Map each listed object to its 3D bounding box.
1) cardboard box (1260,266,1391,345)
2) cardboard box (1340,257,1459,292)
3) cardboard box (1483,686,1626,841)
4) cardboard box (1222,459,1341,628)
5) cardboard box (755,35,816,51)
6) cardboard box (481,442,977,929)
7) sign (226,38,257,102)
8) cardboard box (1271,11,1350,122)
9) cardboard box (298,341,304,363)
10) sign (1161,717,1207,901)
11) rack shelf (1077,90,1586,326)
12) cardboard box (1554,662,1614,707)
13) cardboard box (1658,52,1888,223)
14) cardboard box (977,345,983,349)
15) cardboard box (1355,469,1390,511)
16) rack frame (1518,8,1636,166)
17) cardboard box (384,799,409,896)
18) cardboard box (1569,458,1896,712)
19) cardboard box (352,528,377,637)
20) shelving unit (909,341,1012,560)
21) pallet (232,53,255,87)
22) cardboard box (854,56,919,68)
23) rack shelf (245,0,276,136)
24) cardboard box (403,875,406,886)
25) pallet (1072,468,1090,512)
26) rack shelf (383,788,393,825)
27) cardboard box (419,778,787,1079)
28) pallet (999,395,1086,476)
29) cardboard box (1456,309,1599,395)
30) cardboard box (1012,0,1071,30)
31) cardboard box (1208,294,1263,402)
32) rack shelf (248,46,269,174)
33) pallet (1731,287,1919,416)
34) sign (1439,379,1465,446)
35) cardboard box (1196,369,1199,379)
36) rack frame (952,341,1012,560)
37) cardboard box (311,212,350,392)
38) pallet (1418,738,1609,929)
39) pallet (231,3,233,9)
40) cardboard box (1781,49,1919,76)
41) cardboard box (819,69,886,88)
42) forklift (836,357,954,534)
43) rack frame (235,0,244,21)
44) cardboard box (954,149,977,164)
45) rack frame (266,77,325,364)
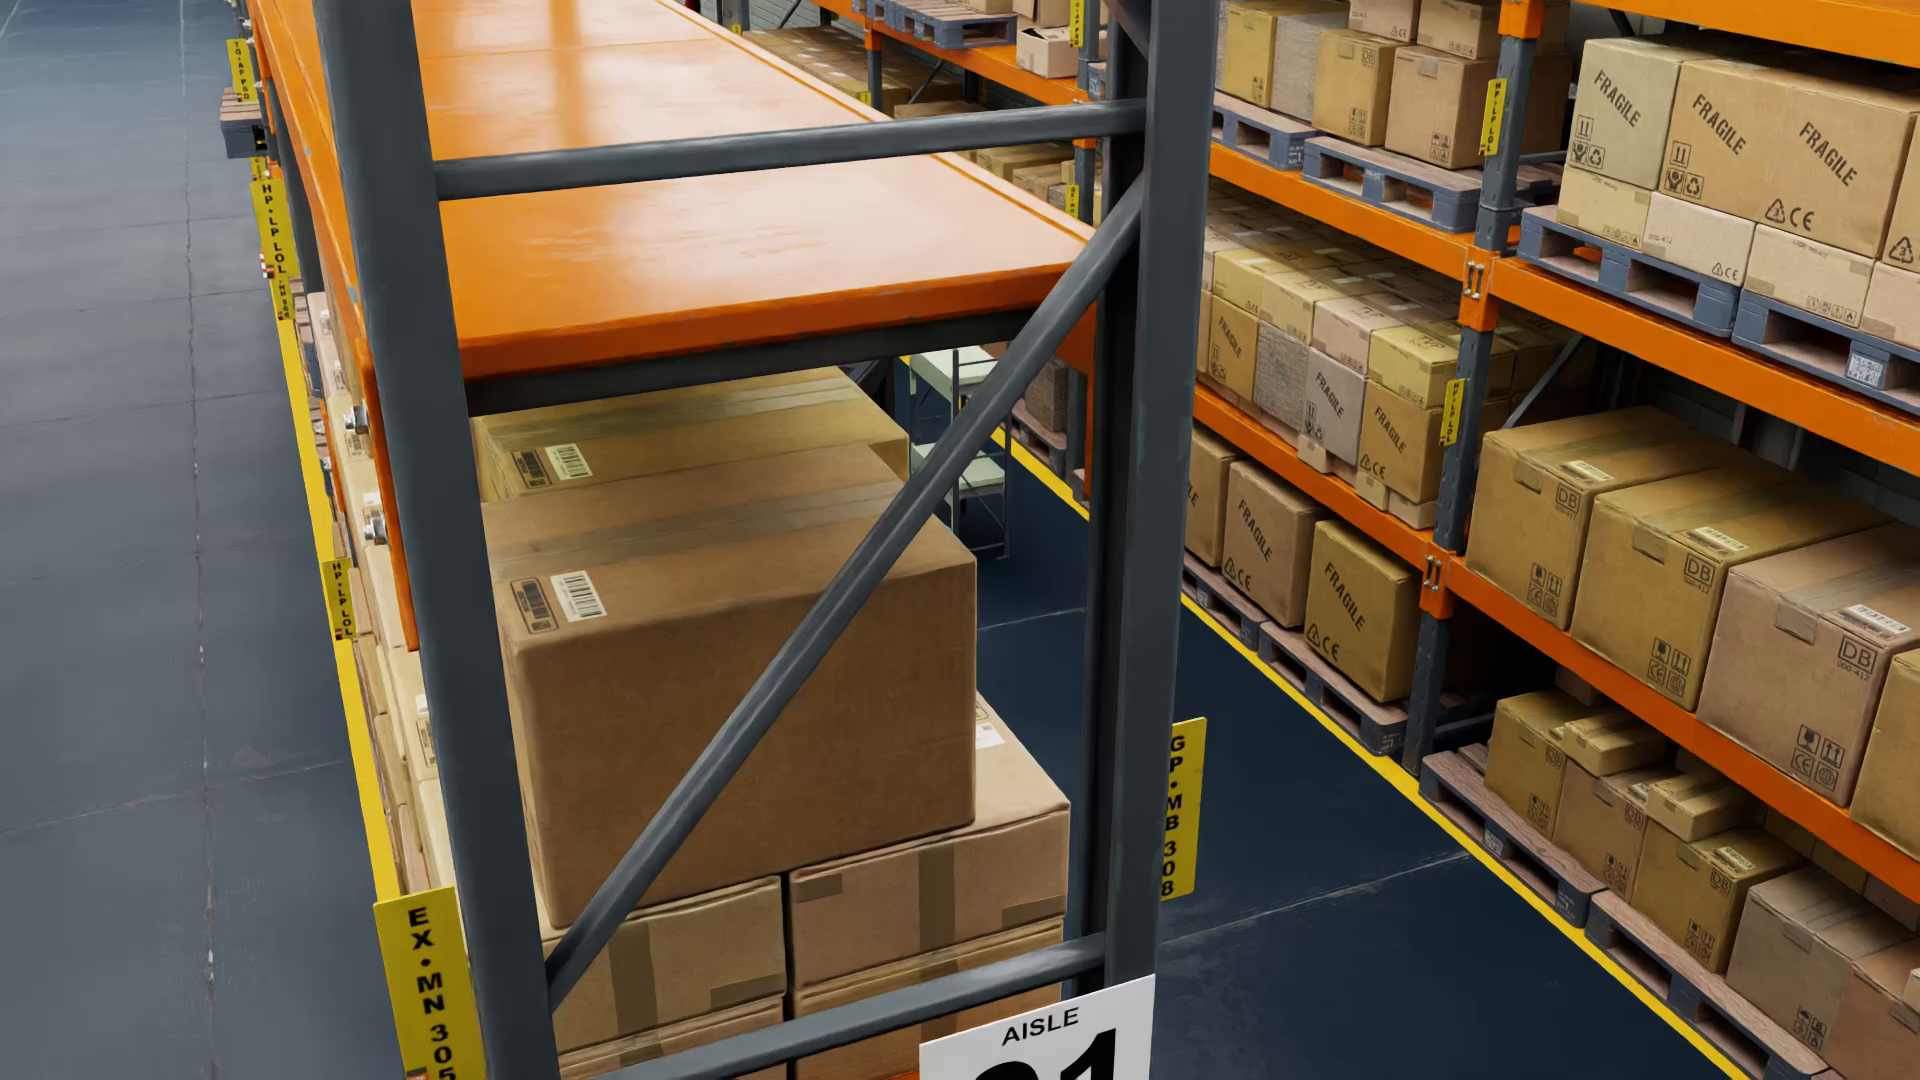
[{"bbox_3d":[2.006,-1.296,9.155,0.500,0.250,0.500,-10,28,-20],"label":"cardboard box"},{"bbox_3d":[2.463,-1.379,9.325,0.500,0.250,0.500,-12,28,-22],"label":"cardboard box"},{"bbox_3d":[3.014,1.041,8.068,0.700,0.500,0.500,-10,28,-20],"label":"cardboard box"},{"bbox_3d":[2.090,-0.034,9.872,0.750,0.750,0.750,-10,28,-19],"label":"cardboard box"},{"bbox_3d":[-1.790,-4.890,17.140,0.500,0.500,0.500,-10,28,-20],"label":"cardboard box"},{"bbox_3d":[-0.391,0.208,2.732,0.700,0.500,0.500,-11,28,-21],"label":"cardboard box"},{"bbox_3d":[-3.822,-2.499,8.850,0.100,0.325,0.005,-11,28,-21],"label":"sign"},{"bbox_3d":[2.157,-2.604,9.131,0.700,0.500,0.500,-11,28,-21],"label":"cardboard box"},{"bbox_3d":[-4.751,-1.382,12.678,0.500,0.311,0.500,-11,28,-21],"label":"cardboard box"},{"bbox_3d":[0.324,0.421,2.554,0.100,0.325,0.005,-11,28,-21],"label":"sign"},{"bbox_3d":[2.032,-2.045,9.420,1.077,0.370,4.000,-11,28,-21],"label":"rack shelf"},{"bbox_3d":[3.140,0.657,8.116,0.380,0.149,0.250,-11,28,-21],"label":"cardboard box"},{"bbox_3d":[3.043,-1.521,6.252,0.500,0.500,0.500,-11,28,-22],"label":"cardboard box"},{"bbox_3d":[0.397,-1.809,13.885,0.700,0.500,0.500,-10,28,-20],"label":"cardboard box"},{"bbox_3d":[2.302,-0.294,8.698,0.380,0.149,0.250,-10,28,-20],"label":"cardboard box"},{"bbox_3d":[2.812,-2.908,6.949,0.949,2.616,0.053,-11,28,-21],"label":"rack frame"},{"bbox_3d":[-2.198,1.416,7.279,0.500,0.500,0.500,-11,28,-21],"label":"cardboard box"},{"bbox_3d":[3.293,0.170,7.141,0.980,0.700,0.700,-11,28,-22],"label":"cardboard box"},{"bbox_3d":[-1.392,0.003,4.577,0.500,0.250,0.500,-11,28,-21],"label":"cardboard box"},{"bbox_3d":[-0.003,-0.677,10.926,0.431,1.500,0.755,-11,28,-21],"label":"shelving unit"},{"bbox_3d":[-4.097,-2.947,10.664,1.003,0.211,1.213,-9,28,-18],"label":"pallet"},{"bbox_3d":[-0.699,-4.358,16.050,0.500,0.500,0.500,-10,28,-19],"label":"cardboard box"},{"bbox_3d":[-2.525,-2.360,7.103,1.077,0.370,4.000,-11,28,-21],"label":"rack shelf"},{"bbox_3d":[-1.793,0.848,5.981,0.500,0.500,0.500,-10,28,-19],"label":"cardboard box"},{"bbox_3d":[1.488,-0.243,11.507,1.003,0.211,1.213,-11,28,-21],"label":"pallet"},{"bbox_3d":[-0.958,1.771,5.024,1.077,0.370,4.000,-11,28,-21],"label":"rack shelf"},{"bbox_3d":[-0.611,0.586,2.813,0.500,0.250,0.500,-11,28,-21],"label":"cardboard box"},{"bbox_3d":[0.944,-0.890,12.832,1.003,0.211,1.213,-11,28,-21],"label":"pallet"},{"bbox_3d":[2.875,-0.968,8.482,0.500,0.250,0.500,-10,28,-19],"label":"cardboard box"},{"bbox_3d":[0.826,-3.770,11.993,0.797,0.503,0.637,-7,27,-13],"label":"cardboard box"},{"bbox_3d":[1.804,-1.153,9.716,0.500,0.500,0.500,-10,28,-19],"label":"cardboard box"},{"bbox_3d":[-4.091,-2.807,10.981,1.077,0.370,4.000,-11,28,-21],"label":"rack shelf"},{"bbox_3d":[3.600,-0.697,5.941,1.003,0.211,1.213,-11,28,-21],"label":"pallet"},{"bbox_3d":[2.320,-0.600,7.831,0.100,0.325,0.005,-11,28,-21],"label":"sign"},{"bbox_3d":[1.603,-1.142,10.434,0.380,0.149,0.250,-10,28,-19],"label":"cardboard box"},{"bbox_3d":[0.141,-0.529,10.624,0.400,1.500,0.023,-11,28,-21],"label":"rack frame"},{"bbox_3d":[-1.451,-0.786,4.769,0.700,0.500,0.500,-11,28,-21],"label":"cardboard box"},{"bbox_3d":[3.041,1.361,8.222,1.003,0.211,1.213,-11,28,-21],"label":"pallet"},{"bbox_3d":[-5.706,-4.729,14.200,1.003,0.211,1.213,-11,28,-21],"label":"pallet"},{"bbox_3d":[3.506,-1.613,6.441,0.500,0.500,0.500,-12,28,-22],"label":"cardboard box"},{"bbox_3d":[-0.988,-4.059,15.438,0.500,0.500,0.500,-11,28,-21],"label":"cardboard box"},{"bbox_3d":[-0.896,0.156,7.663,1.129,2.867,3.031,7,27,14],"label":"forklift"},{"bbox_3d":[-4.875,-5.285,11.819,1.000,3.000,0.127,-11,28,-21],"label":"rack frame"},{"bbox_3d":[0.349,-2.986,13.332,0.700,0.500,0.500,-7,27,-14],"label":"cardboard box"},{"bbox_3d":[-1.742,-2.056,5.204,1.000,3.000,0.127,-11,28,-21],"label":"rack frame"}]
